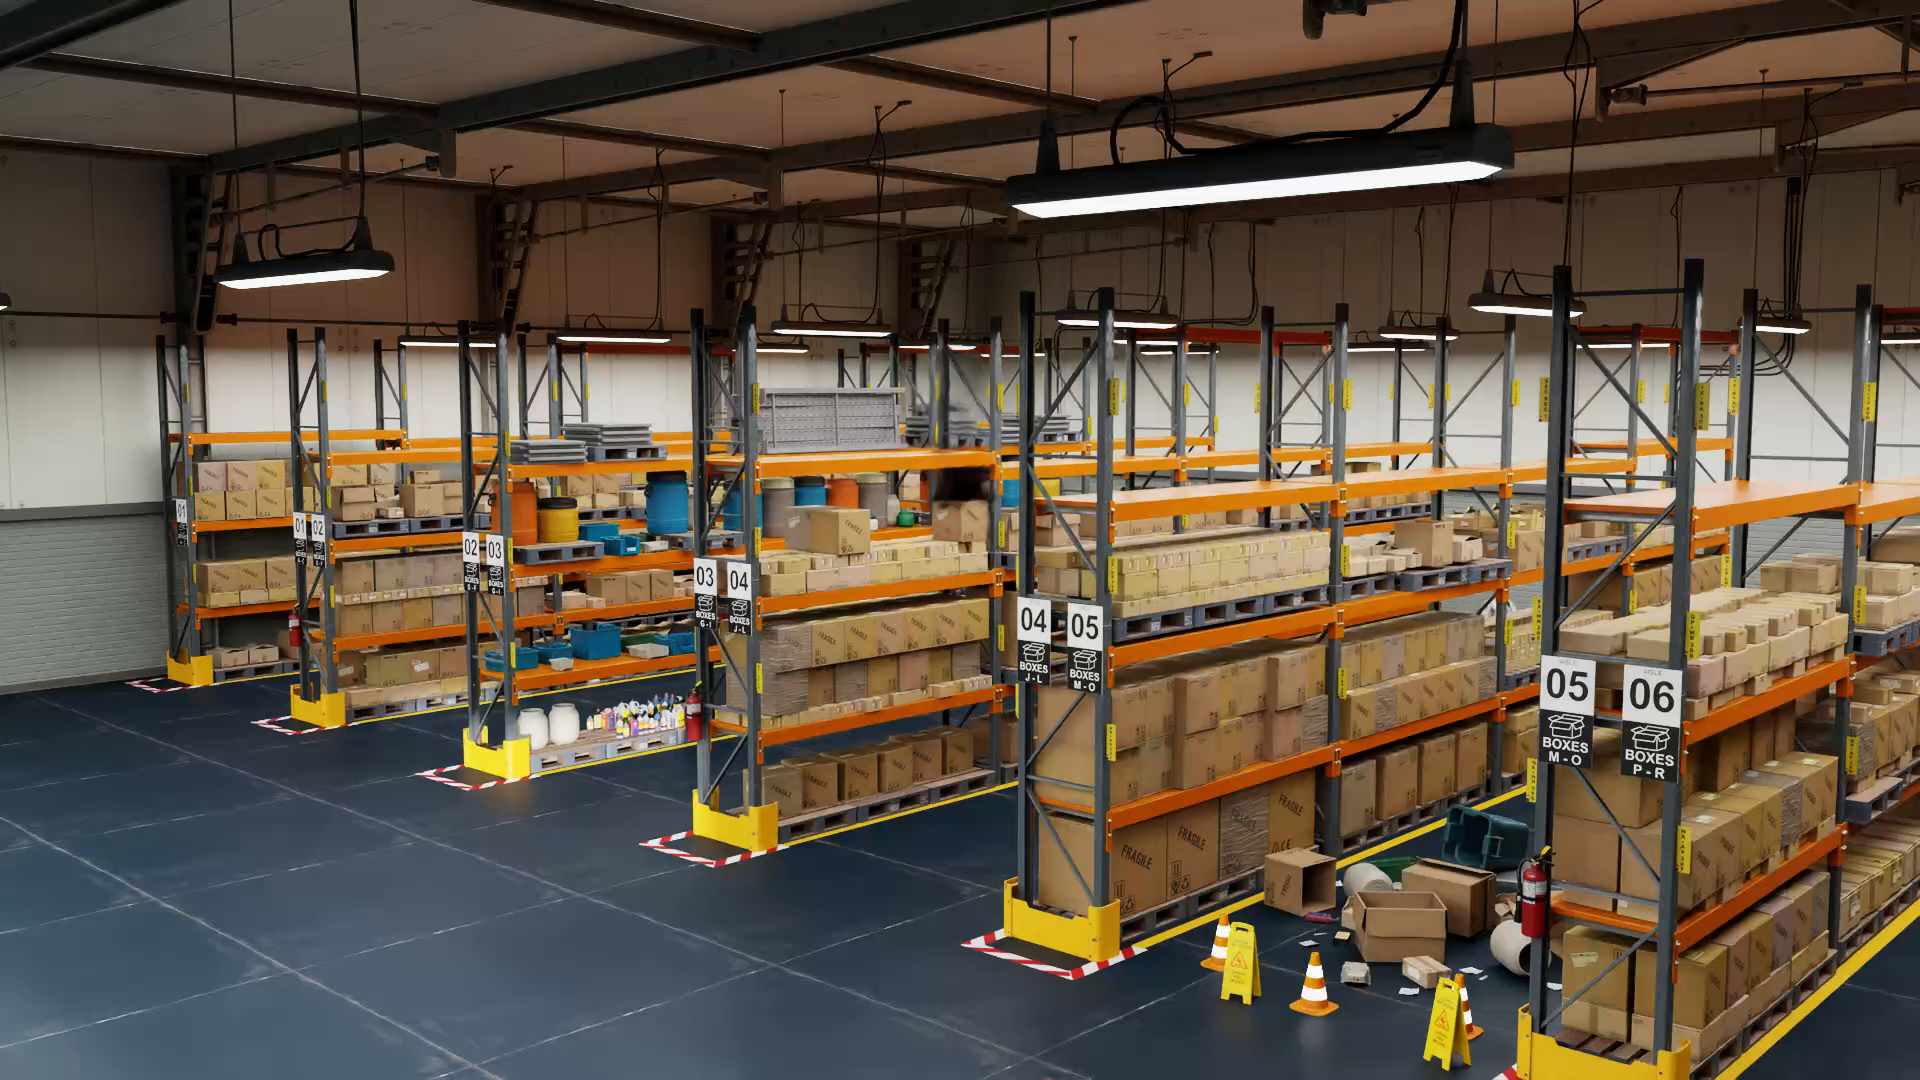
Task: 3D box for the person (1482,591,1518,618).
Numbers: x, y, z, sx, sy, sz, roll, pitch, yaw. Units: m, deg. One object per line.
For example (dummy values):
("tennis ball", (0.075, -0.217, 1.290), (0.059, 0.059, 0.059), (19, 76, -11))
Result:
("person", (9.651, 1.600, 29.636), (0.658, 1.587, 0.490), (0, 5, -2))
